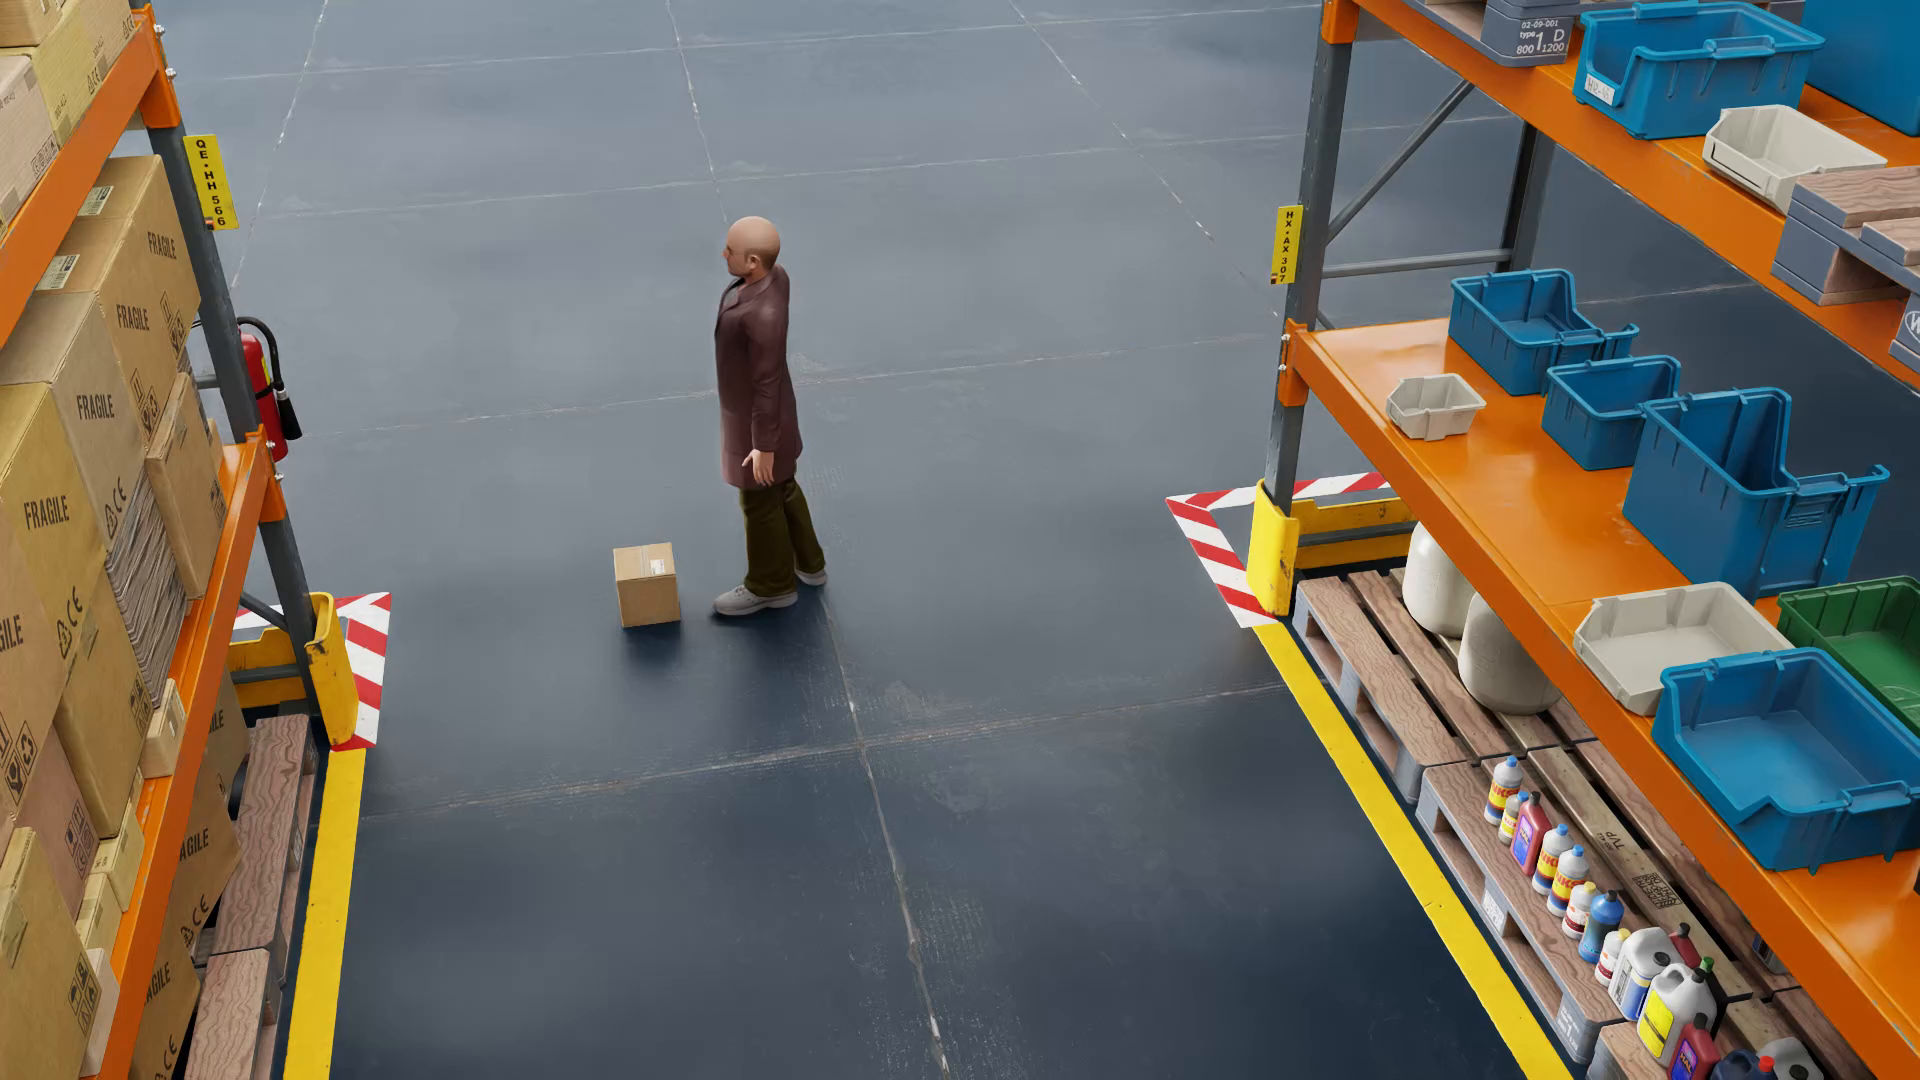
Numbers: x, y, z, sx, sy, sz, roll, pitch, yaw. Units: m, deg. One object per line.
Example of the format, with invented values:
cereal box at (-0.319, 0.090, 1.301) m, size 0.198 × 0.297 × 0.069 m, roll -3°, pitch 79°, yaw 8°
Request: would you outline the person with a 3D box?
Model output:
person at (-0.836, -0.431, 6.962) m, size 0.495 × 1.577 × 0.643 m, roll -1°, pitch 34°, yaw -1°
